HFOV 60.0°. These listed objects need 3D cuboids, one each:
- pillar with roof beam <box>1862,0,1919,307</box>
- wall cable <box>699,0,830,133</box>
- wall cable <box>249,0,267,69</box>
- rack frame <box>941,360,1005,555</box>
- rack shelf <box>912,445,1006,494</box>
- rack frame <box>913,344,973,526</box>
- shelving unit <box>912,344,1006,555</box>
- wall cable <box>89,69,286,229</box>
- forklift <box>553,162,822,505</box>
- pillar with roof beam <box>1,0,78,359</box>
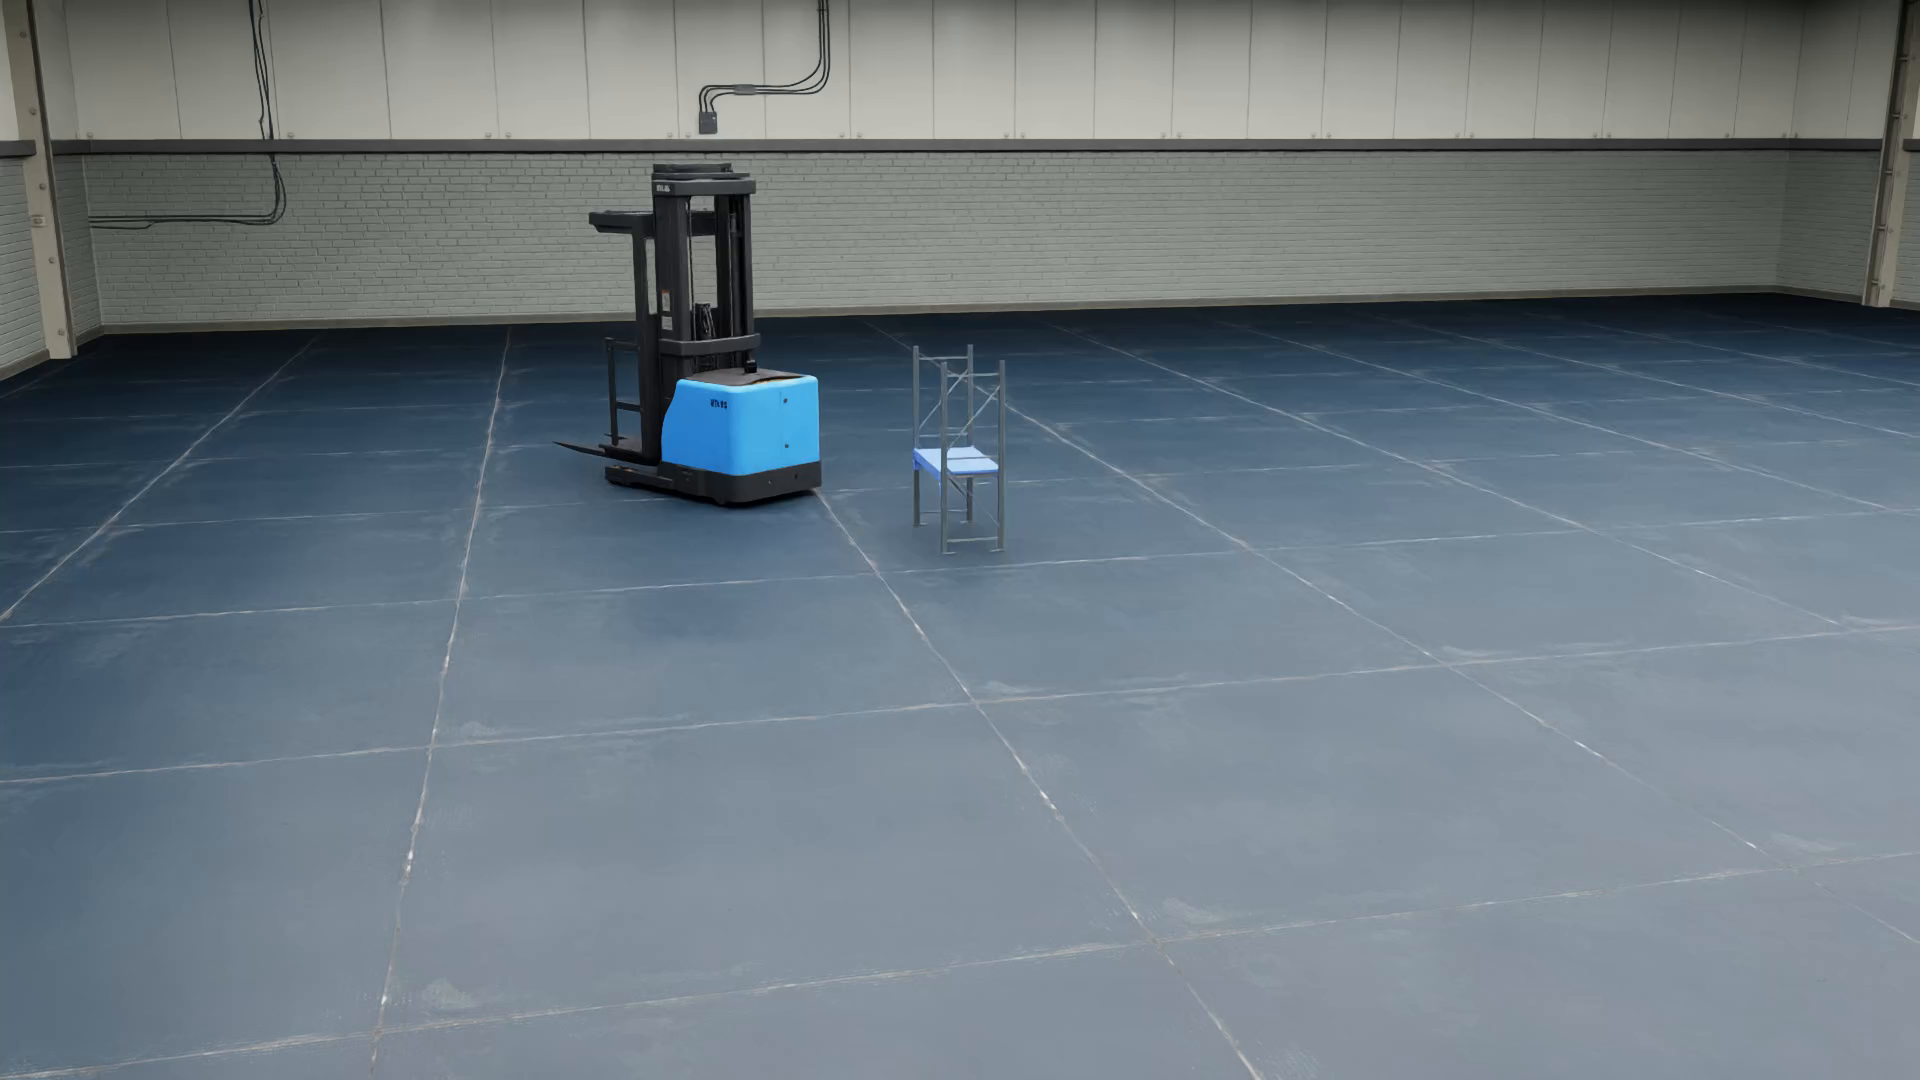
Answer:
[{"bbox_3d":[13.241,-8.580,29.587,9.100,9.000,0.400,-3,14,-13],"label":"pillar with roof beam"},{"bbox_3d":[-3.368,-9.995,28.213,2.305,6.003,0.169,-3,14,-13],"label":"wall cable"},{"bbox_3d":[-9.970,-8.914,26.852,3.097,2.526,0.112,-3,14,-13],"label":"wall cable"},{"bbox_3d":[0.099,-0.631,12.850,0.500,1.500,0.032,-3,14,-13],"label":"rack frame"},{"bbox_3d":[-0.020,-0.574,13.372,0.538,0.185,1.000,-3,14,-13],"label":"rack shelf"},{"bbox_3d":[-0.139,-0.866,13.810,0.500,1.500,0.032,-3,14,-13],"label":"rack frame"},{"bbox_3d":[-0.020,-0.748,13.330,0.538,1.500,1.048,-3,14,-13],"label":"shelving unit"},{"bbox_3d":[-12.600,-6.309,26.834,3.097,2.526,0.112,-3,14,-13],"label":"wall cable"},{"bbox_3d":[-2.691,-2.002,15.447,3.031,2.935,1.130,12,18,41],"label":"forklift"},{"bbox_3d":[-9.009,-7.304,24.364,9.100,9.000,0.400,-3,14,-13],"label":"pillar with roof beam"}]
